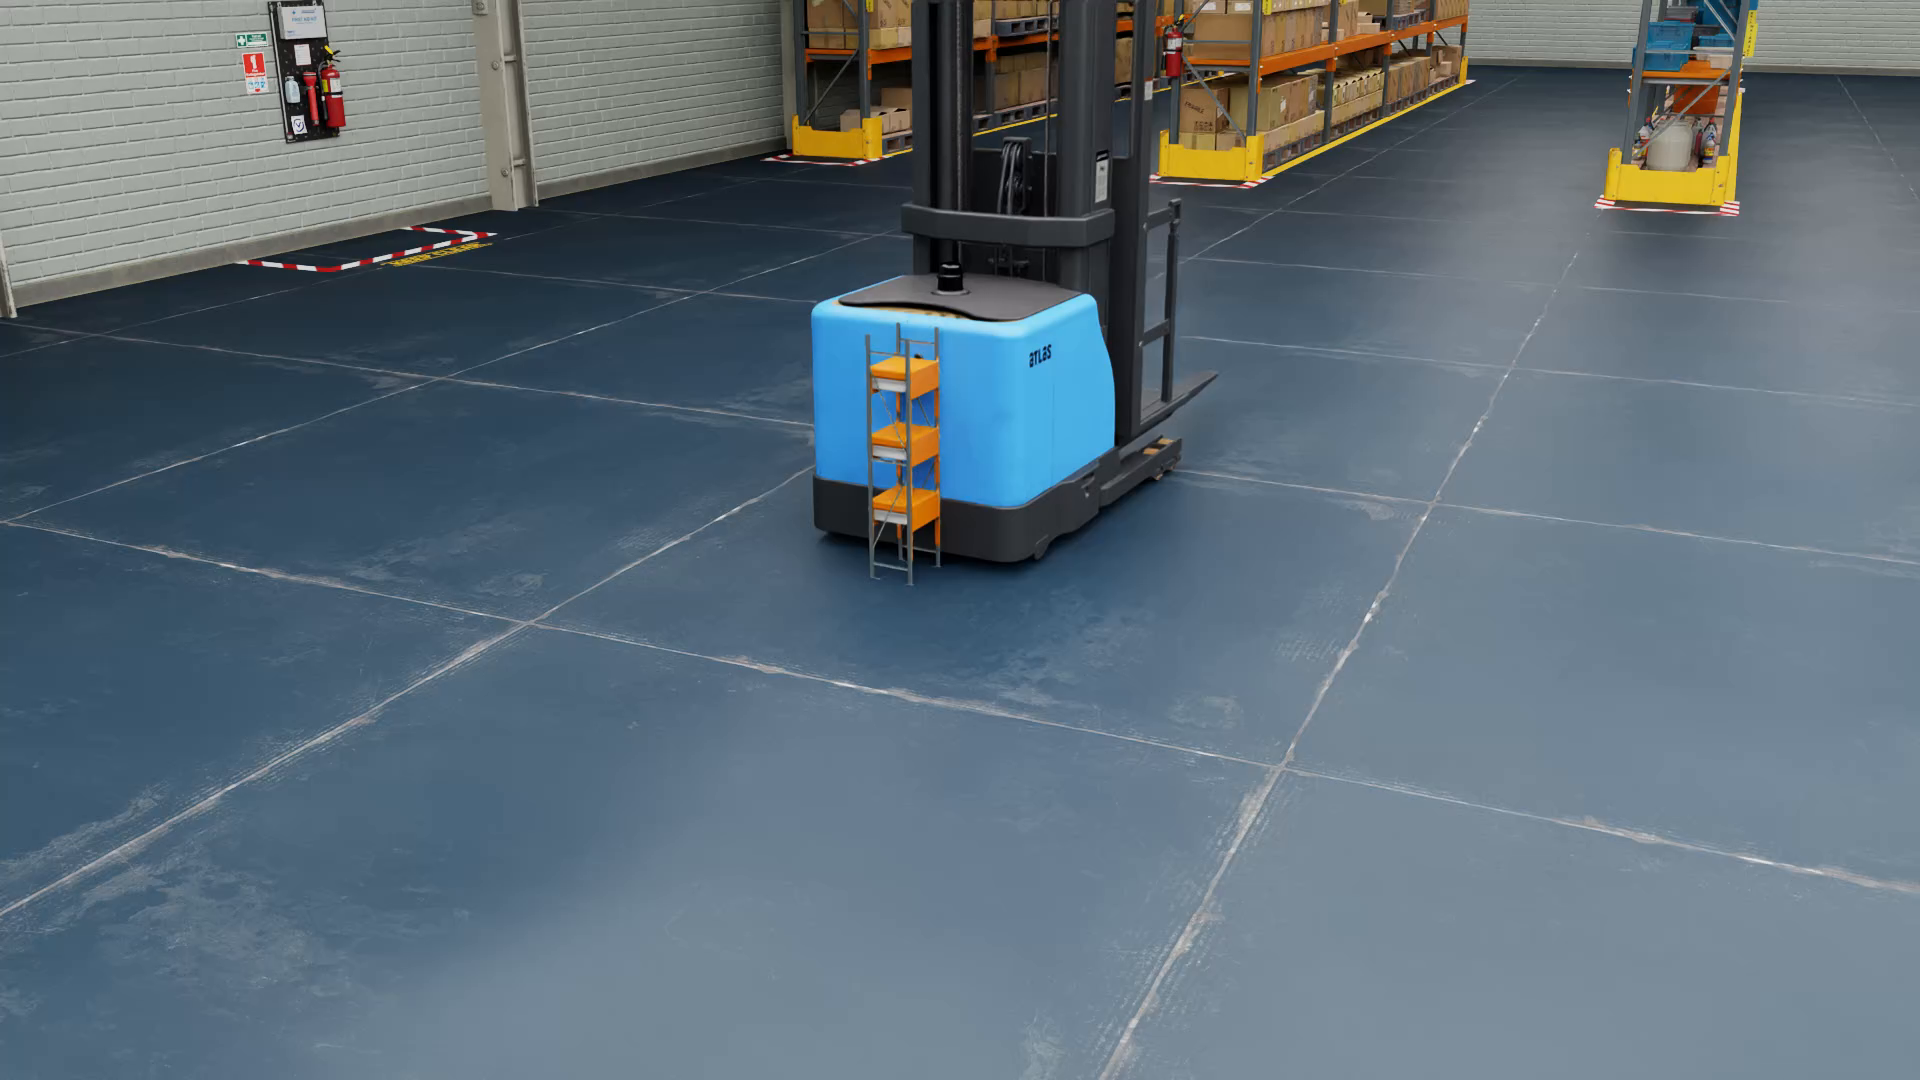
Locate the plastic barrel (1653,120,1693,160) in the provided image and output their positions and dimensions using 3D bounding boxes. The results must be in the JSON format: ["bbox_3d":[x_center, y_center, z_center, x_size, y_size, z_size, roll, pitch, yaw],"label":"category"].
[{"bbox_3d":[7.836,-4.356,18.326,0.421,0.512,0.421,0,20,0],"label":"plastic barrel"}]

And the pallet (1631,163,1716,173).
[{"bbox_3d":[7.757,-3.928,18.200,1.003,0.211,1.213,9,21,23],"label":"pallet"}]

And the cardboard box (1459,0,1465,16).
[{"bbox_3d":[9.321,-10.251,31.667,0.500,0.500,0.500,9,21,23],"label":"cardboard box"}]

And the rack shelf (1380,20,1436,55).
[{"bbox_3d":[7.008,-8.364,27.584,1.077,0.370,4.000,9,21,23],"label":"rack shelf"}]

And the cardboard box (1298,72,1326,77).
[{"bbox_3d":[5.289,-6.821,24.811,0.500,0.311,0.500,8,21,21],"label":"cardboard box"}]

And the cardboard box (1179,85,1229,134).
[{"bbox_3d":[2.861,-5.106,19.708,0.500,0.500,0.500,9,21,23],"label":"cardboard box"}]

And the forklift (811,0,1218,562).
[{"bbox_3d":[0.478,-1.737,7.979,1.130,2.935,3.031,10,22,26],"label":"forklift"}]

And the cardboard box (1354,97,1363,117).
[{"bbox_3d":[5.572,-6.330,24.269,0.500,0.250,0.500,9,21,24],"label":"cardboard box"}]

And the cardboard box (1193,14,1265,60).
[{"bbox_3d":[3.116,-5.834,19.247,0.700,0.500,0.500,9,21,23],"label":"cardboard box"}]

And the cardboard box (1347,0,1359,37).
[{"bbox_3d":[5.517,-7.623,24.279,0.500,0.500,0.500,7,21,20],"label":"cardboard box"}]

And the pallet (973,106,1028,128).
[{"bbox_3d":[0.348,-6.471,25.351,1.003,0.211,1.213,9,21,23],"label":"pallet"}]

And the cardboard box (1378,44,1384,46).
[{"bbox_3d":[6.997,-8.277,28.220,0.500,0.250,0.500,9,21,23],"label":"cardboard box"}]

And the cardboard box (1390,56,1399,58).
[{"bbox_3d":[7.407,-8.229,29.206,0.500,0.500,0.500,8,21,20],"label":"cardboard box"}]

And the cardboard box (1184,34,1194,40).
[{"bbox_3d":[4.759,-10.171,33.727,0.380,0.149,0.250,9,22,24],"label":"cardboard box"}]

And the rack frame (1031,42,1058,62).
[{"bbox_3d":[1.668,-8.770,27.652,1.000,3.000,0.127,9,21,23],"label":"rack frame"}]

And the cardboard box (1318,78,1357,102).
[{"bbox_3d":[5.368,-6.438,23.735,0.500,0.311,0.500,8,21,21],"label":"cardboard box"}]

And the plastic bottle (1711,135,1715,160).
[{"bbox_3d":[8.567,-4.471,18.960,0.061,0.283,0.133,9,21,24],"label":"plastic bottle"}]

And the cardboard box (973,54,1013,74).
[{"bbox_3d":[0.494,-7.292,25.452,0.500,0.250,0.500,8,21,22],"label":"cardboard box"}]

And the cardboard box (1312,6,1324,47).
[{"bbox_3d":[4.375,-6.779,21.905,0.700,0.500,0.500,8,21,21],"label":"cardboard box"}]

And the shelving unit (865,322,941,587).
[{"bbox_3d":[-0.232,-0.352,6.892,0.215,1.050,0.252,10,22,26],"label":"shelving unit"}]

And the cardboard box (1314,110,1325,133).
[{"bbox_3d":[4.561,-5.599,22.213,0.500,0.250,0.500,9,21,23],"label":"cardboard box"}]

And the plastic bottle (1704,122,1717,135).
[{"bbox_3d":[8.857,-4.753,19.654,0.144,0.351,0.185,8,21,22],"label":"plastic bottle"}]

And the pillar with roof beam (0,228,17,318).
[{"bbox_3d":[-3.096,-5.225,8.730,9.100,9.000,0.400,9,21,23],"label":"pillar with roof beam"}]

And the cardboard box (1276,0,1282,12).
[{"bbox_3d":[3.585,-6.323,19.654,0.380,0.149,0.250,8,21,22],"label":"cardboard box"}]

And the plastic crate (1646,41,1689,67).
[{"bbox_3d":[7.634,-5.287,18.080,0.499,0.251,0.408,9,21,23],"label":"plastic crate"}]

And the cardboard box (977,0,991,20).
[{"bbox_3d":[0.119,-7.652,23.584,0.500,0.500,0.500,8,21,23],"label":"cardboard box"}]

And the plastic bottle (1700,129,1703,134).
[{"bbox_3d":[8.753,-4.728,19.683,0.061,0.283,0.133,9,21,23],"label":"plastic bottle"}]

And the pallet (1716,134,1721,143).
[{"bbox_3d":[9.355,-5.119,21.549,1.003,0.211,1.213,9,21,23],"label":"pallet"}]

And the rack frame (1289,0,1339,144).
[{"bbox_3d":[4.551,-6.869,22.306,1.000,3.000,0.127,9,21,23],"label":"rack frame"}]

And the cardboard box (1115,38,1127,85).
[{"bbox_3d":[2.454,-8.429,29.274,0.750,0.750,0.750,8,21,22],"label":"cardboard box"}]

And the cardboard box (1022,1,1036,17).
[{"bbox_3d":[0.746,-8.328,25.603,0.700,0.500,0.500,12,23,30],"label":"cardboard box"}]

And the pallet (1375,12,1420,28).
[{"bbox_3d":[6.981,-8.596,27.450,1.003,0.211,1.213,9,21,23],"label":"pallet"}]

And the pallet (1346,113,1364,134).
[{"bbox_3d":[5.316,-6.160,24.474,1.003,0.211,1.213,9,21,23],"label":"pallet"}]

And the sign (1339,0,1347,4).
[{"bbox_3d":[5.058,-7.238,21.935,0.100,0.325,0.005,9,21,23],"label":"sign"}]

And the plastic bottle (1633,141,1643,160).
[{"bbox_3d":[7.783,-4.475,19.096,0.097,0.201,0.097,0,20,0],"label":"plastic bottle"}]

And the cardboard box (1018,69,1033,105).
[{"bbox_3d":[0.728,-7.119,26.084,0.700,0.500,0.500,9,21,23],"label":"cardboard box"}]

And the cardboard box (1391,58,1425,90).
[{"bbox_3d":[7.677,-8.004,28.571,0.500,0.500,0.500,9,21,23],"label":"cardboard box"}]

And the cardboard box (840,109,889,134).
[{"bbox_3d":[-1.242,-5.464,21.712,0.500,0.311,0.500,6,20,17],"label":"cardboard box"}]

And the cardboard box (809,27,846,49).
[{"bbox_3d":[-1.593,-6.433,21.274,0.500,0.250,0.500,9,21,23],"label":"cardboard box"}]

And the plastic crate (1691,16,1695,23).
[{"bbox_3d":[9.237,-6.560,21.462,0.392,0.384,0.575,9,21,23],"label":"plastic crate"}]

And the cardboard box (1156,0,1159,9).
[{"bbox_3d":[3.347,-10.014,30.526,0.500,0.500,0.500,8,21,22],"label":"cardboard box"}]

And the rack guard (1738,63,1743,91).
[{"bbox_3d":[13.981,-8.687,31.151,1.175,0.500,0.348,9,21,23],"label":"rack guard"}]

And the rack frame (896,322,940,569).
[{"bbox_3d":[-0.176,-0.388,6.994,0.200,1.050,0.008,10,22,26],"label":"rack frame"}]

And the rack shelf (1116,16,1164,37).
[{"bbox_3d":[2.487,-9.042,29.492,1.077,0.370,4.000,9,21,23],"label":"rack shelf"}]

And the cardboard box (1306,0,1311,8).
[{"bbox_3d":[4.217,-6.798,20.990,0.380,0.149,0.250,8,21,22],"label":"cardboard box"}]

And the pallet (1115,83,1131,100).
[{"bbox_3d":[2.561,-8.058,29.813,1.003,0.211,1.213,9,21,23],"label":"pallet"}]

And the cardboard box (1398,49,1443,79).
[{"bbox_3d":[8.592,-8.920,31.144,0.797,0.503,0.637,9,21,23],"label":"cardboard box"}]

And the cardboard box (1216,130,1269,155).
[{"bbox_3d":[3.336,-4.682,19.633,0.500,0.250,0.500,9,21,23],"label":"cardboard box"}]

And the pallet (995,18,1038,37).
[{"bbox_3d":[0.476,-7.670,24.847,1.003,0.211,1.213,9,21,23],"label":"pallet"}]
